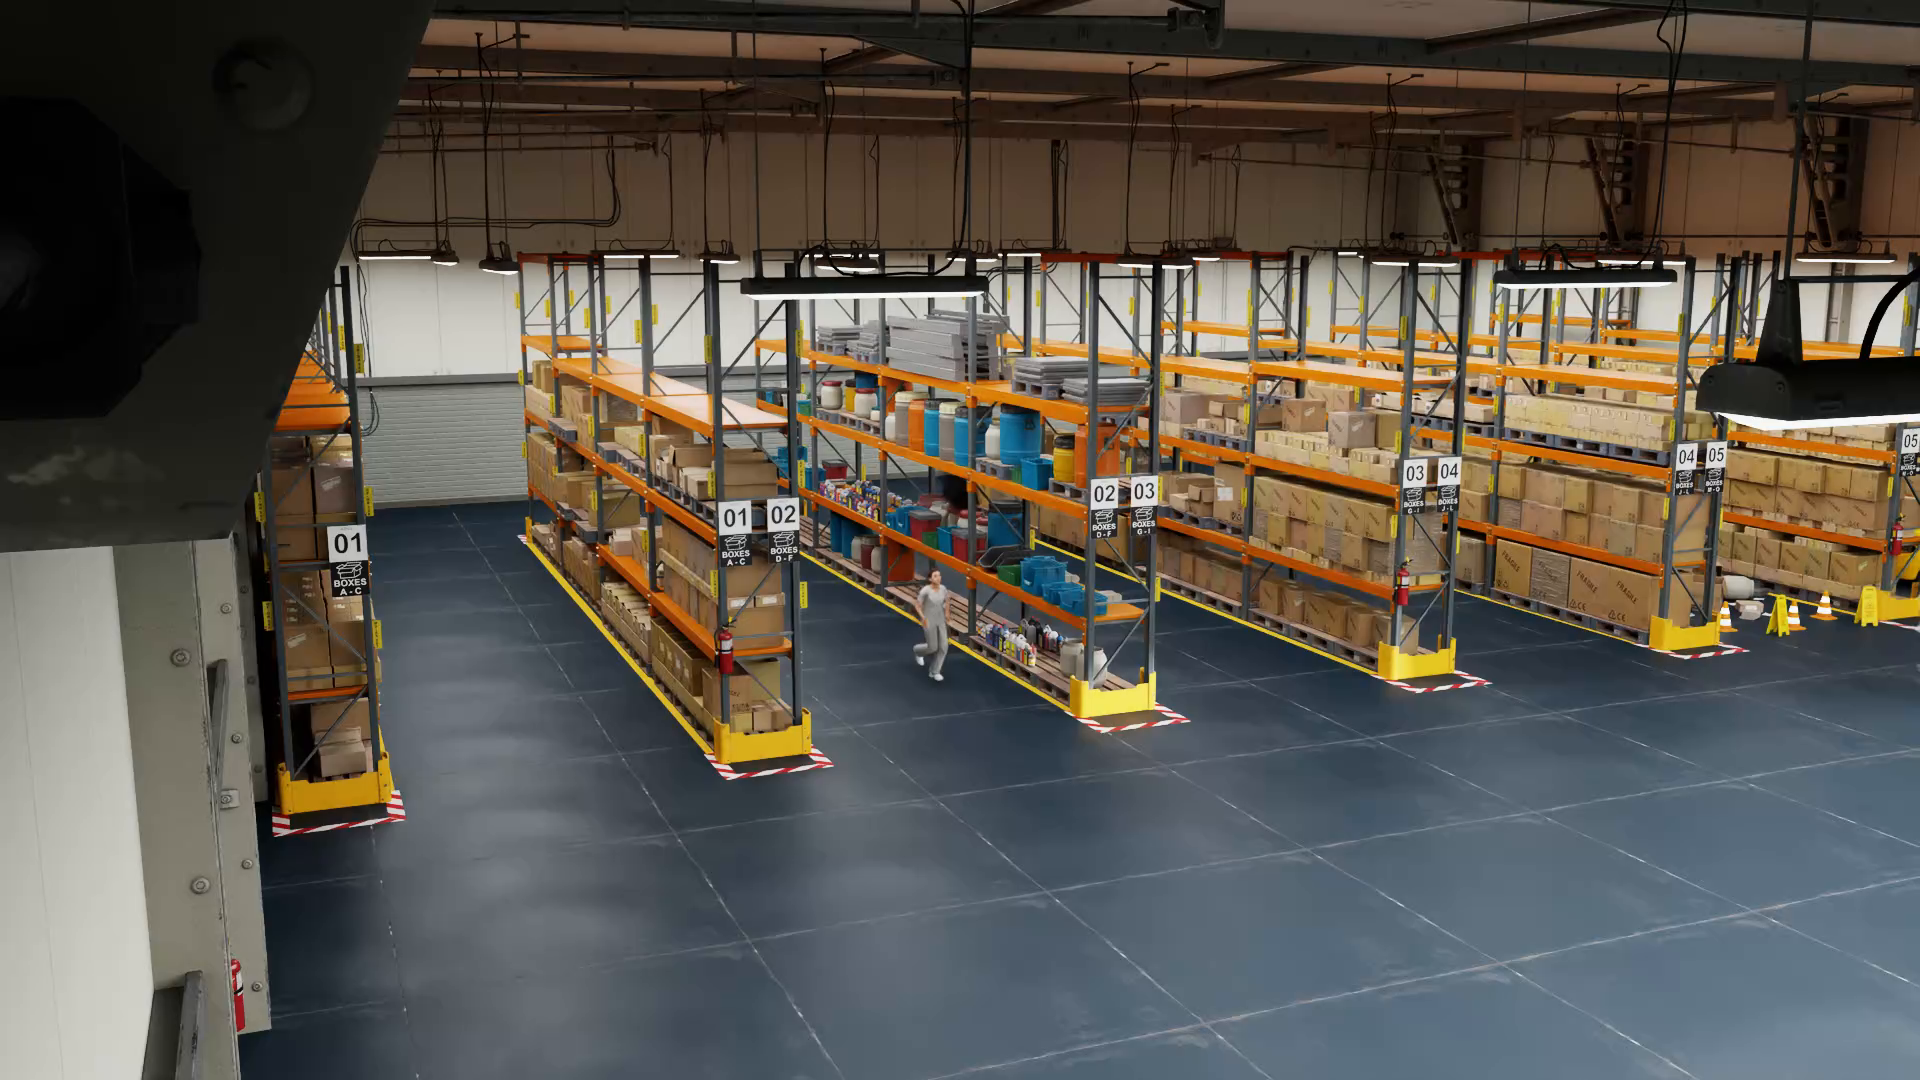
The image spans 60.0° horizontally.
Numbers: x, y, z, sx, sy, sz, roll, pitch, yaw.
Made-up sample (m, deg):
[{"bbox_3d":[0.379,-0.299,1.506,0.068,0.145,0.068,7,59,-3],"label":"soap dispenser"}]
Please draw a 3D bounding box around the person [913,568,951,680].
[{"bbox_3d":[-0.413,1.180,23.961,0.550,1.621,0.622,-6,12,-30],"label":"person"}]

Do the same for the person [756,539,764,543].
[{"bbox_3d":[-3.755,0.053,29.920,0.636,1.625,0.568,-5,12,-28],"label":"person"}]
